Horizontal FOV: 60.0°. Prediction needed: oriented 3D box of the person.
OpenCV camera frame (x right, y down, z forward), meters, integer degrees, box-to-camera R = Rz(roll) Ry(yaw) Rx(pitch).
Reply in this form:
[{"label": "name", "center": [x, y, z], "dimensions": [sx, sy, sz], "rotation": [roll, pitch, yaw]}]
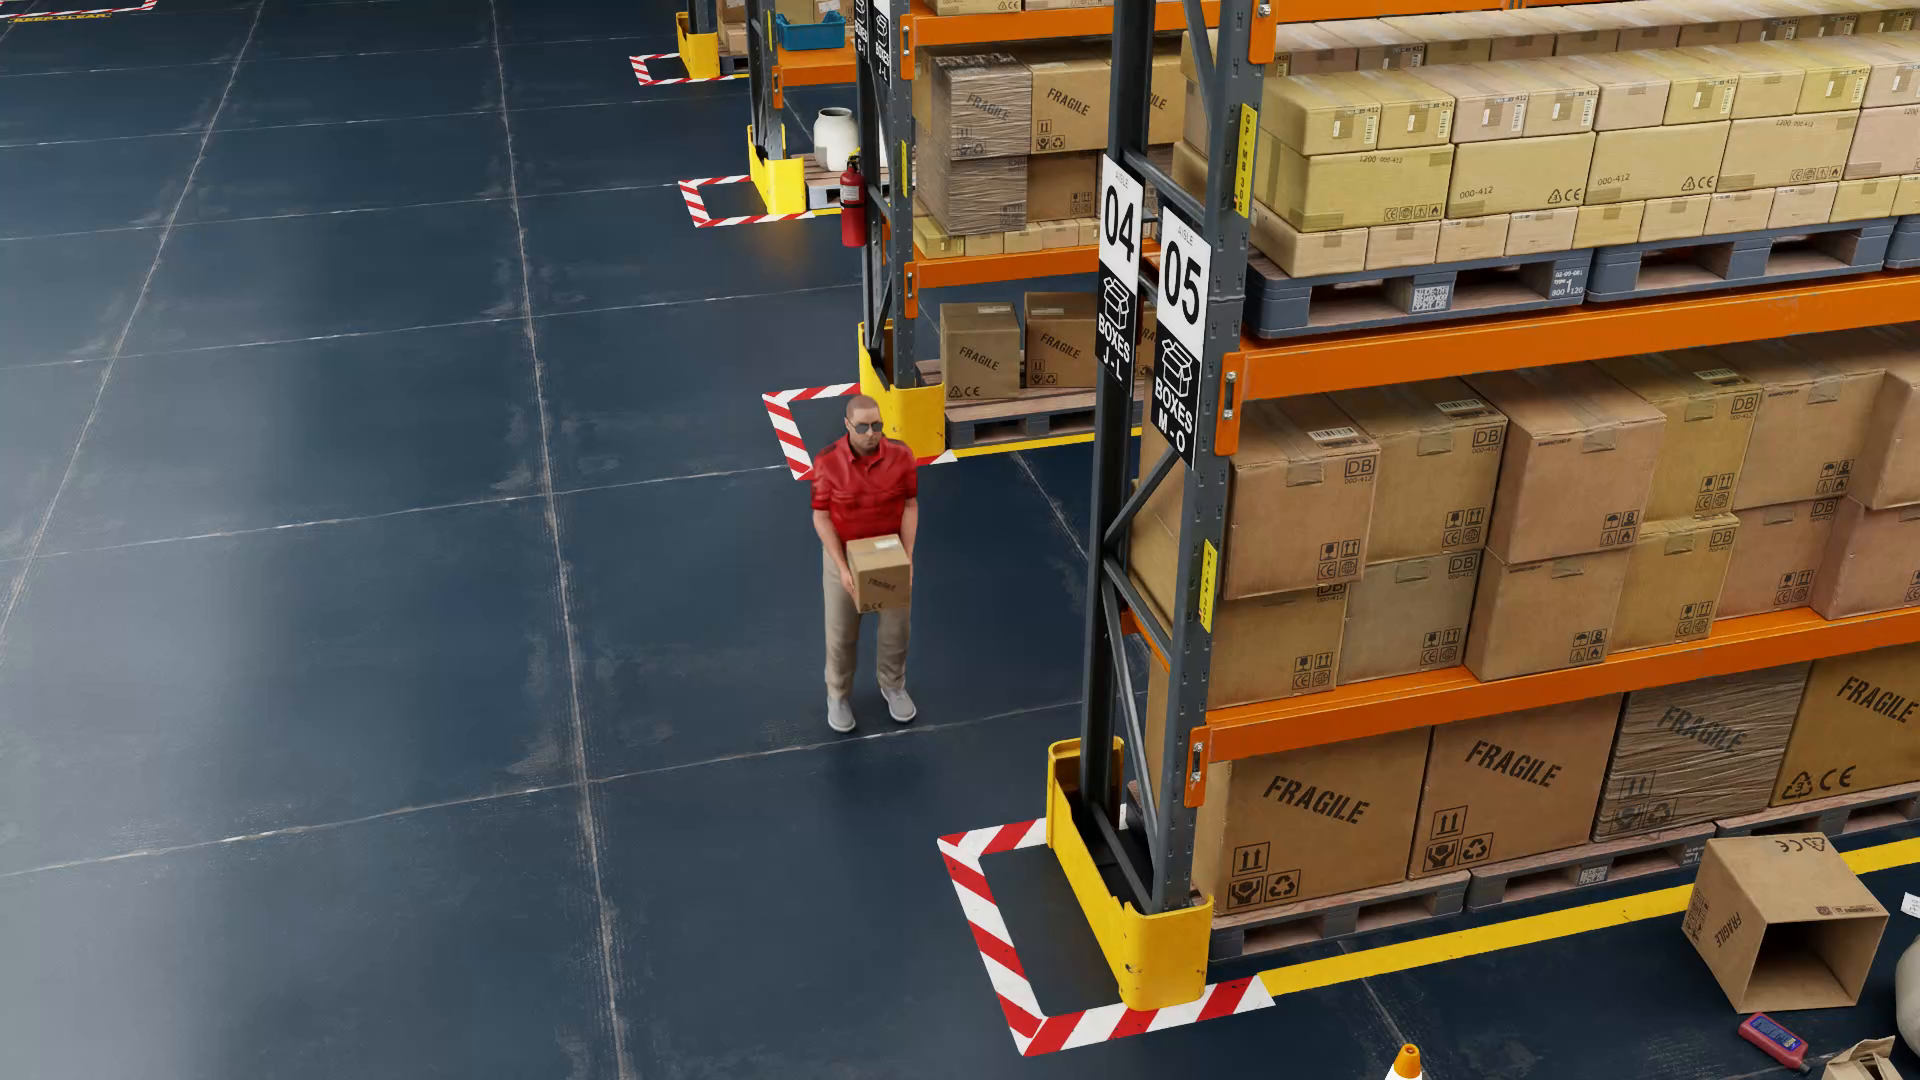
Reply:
[{"label": "person", "center": [-0.445, 0.191, 8.117], "dimensions": [0.524, 1.533, 0.387], "rotation": [-8, 31, -14]}]
